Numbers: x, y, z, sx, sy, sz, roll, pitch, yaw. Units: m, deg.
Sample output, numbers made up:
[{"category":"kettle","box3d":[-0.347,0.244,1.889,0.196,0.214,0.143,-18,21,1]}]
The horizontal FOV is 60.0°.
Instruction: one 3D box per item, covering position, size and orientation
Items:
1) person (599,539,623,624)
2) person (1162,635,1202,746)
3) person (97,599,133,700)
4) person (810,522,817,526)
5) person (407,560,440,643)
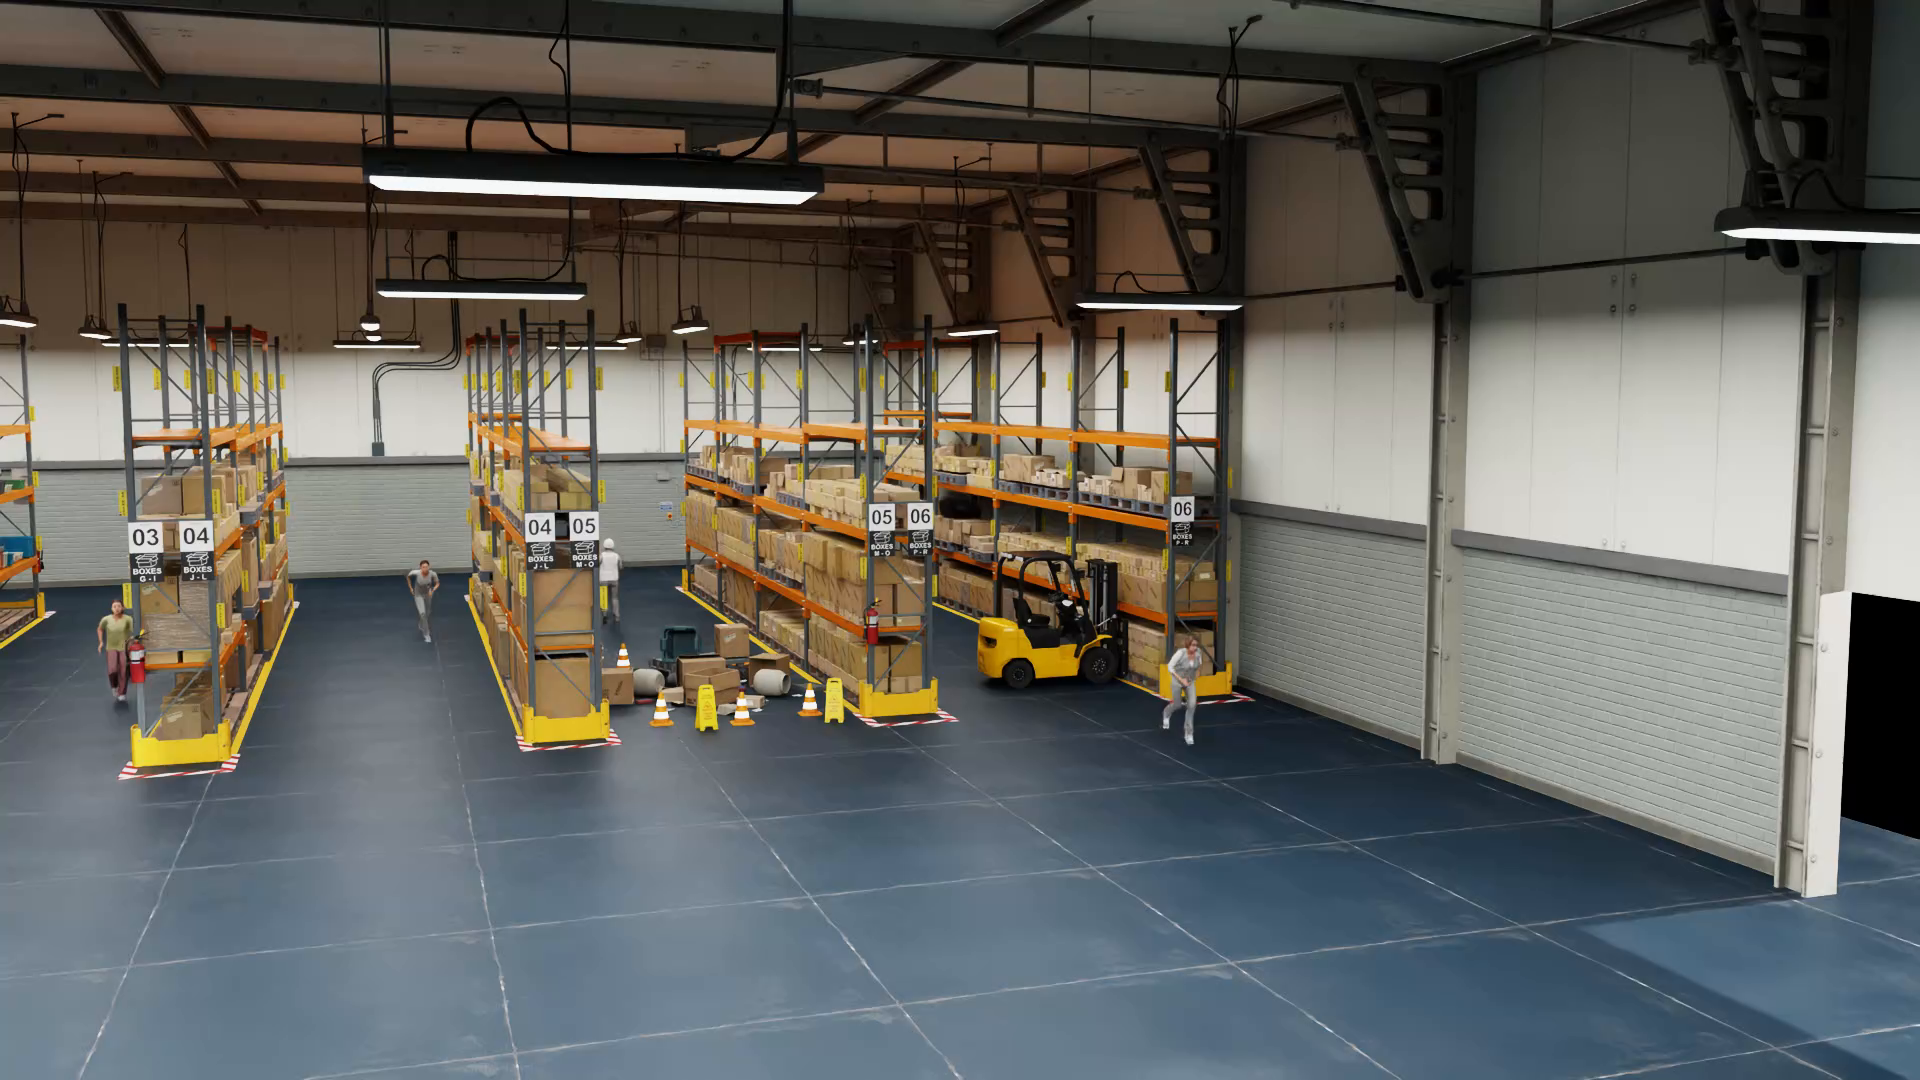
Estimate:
[{"category":"person","box3d":[-7.267,0.875,34.287,0.661,1.809,0.876,-2,6,-19]},{"category":"person","box3d":[3.099,2.056,23.314,0.575,1.546,0.889,-2,6,-23]},{"category":"person","box3d":[-13.152,1.725,25.973,0.566,1.617,0.616,-3,6,-25]},{"category":"person","box3d":[-3.199,0.418,36.347,0.672,1.811,0.813,-3,6,-26]},{"category":"person","box3d":[-10.455,1.159,32.390,0.603,1.625,1.003,-2,6,-22]}]
